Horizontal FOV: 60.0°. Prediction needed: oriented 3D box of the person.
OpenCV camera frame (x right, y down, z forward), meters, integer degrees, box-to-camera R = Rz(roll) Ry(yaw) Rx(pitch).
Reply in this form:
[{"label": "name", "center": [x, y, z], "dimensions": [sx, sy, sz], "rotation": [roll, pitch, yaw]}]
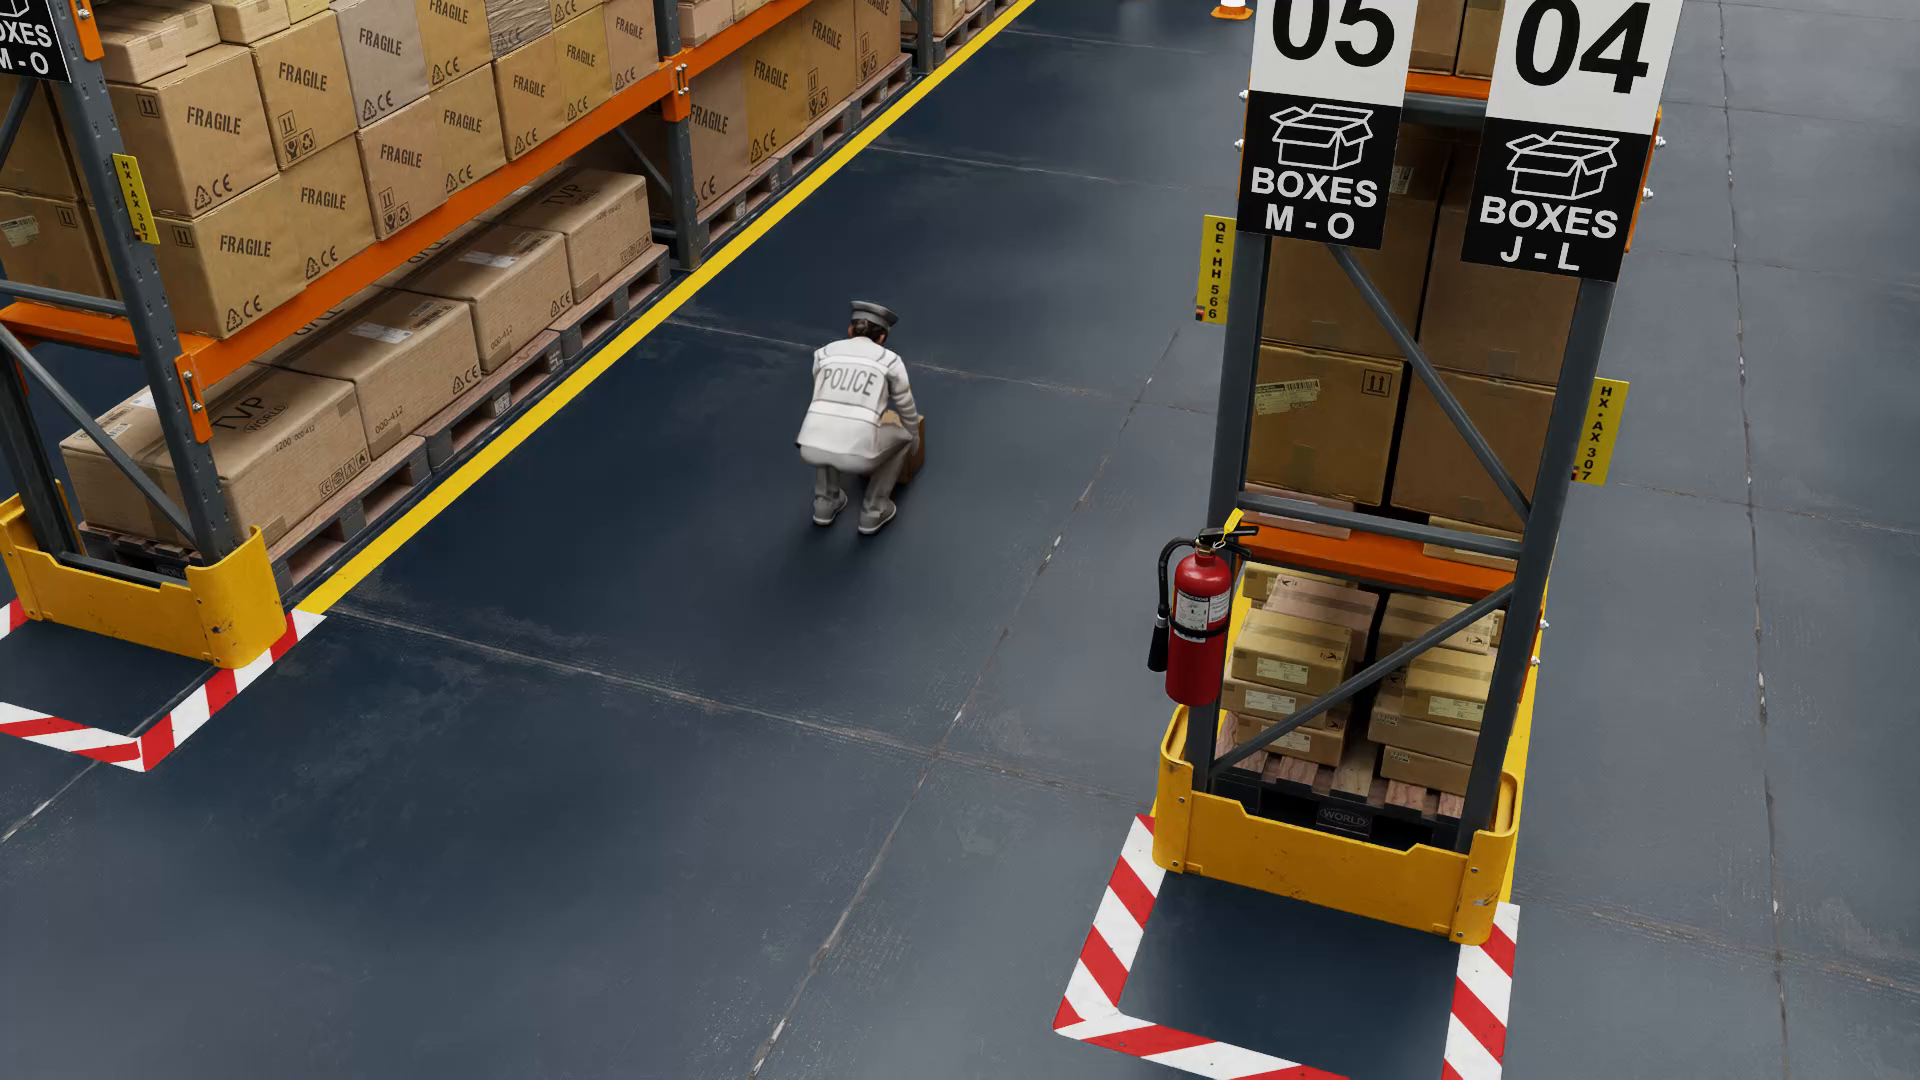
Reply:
[{"label": "person", "center": [-0.476, -0.567, 7.672], "dimensions": [0.486, 0.928, 0.853], "rotation": [11, 35, 16]}]
